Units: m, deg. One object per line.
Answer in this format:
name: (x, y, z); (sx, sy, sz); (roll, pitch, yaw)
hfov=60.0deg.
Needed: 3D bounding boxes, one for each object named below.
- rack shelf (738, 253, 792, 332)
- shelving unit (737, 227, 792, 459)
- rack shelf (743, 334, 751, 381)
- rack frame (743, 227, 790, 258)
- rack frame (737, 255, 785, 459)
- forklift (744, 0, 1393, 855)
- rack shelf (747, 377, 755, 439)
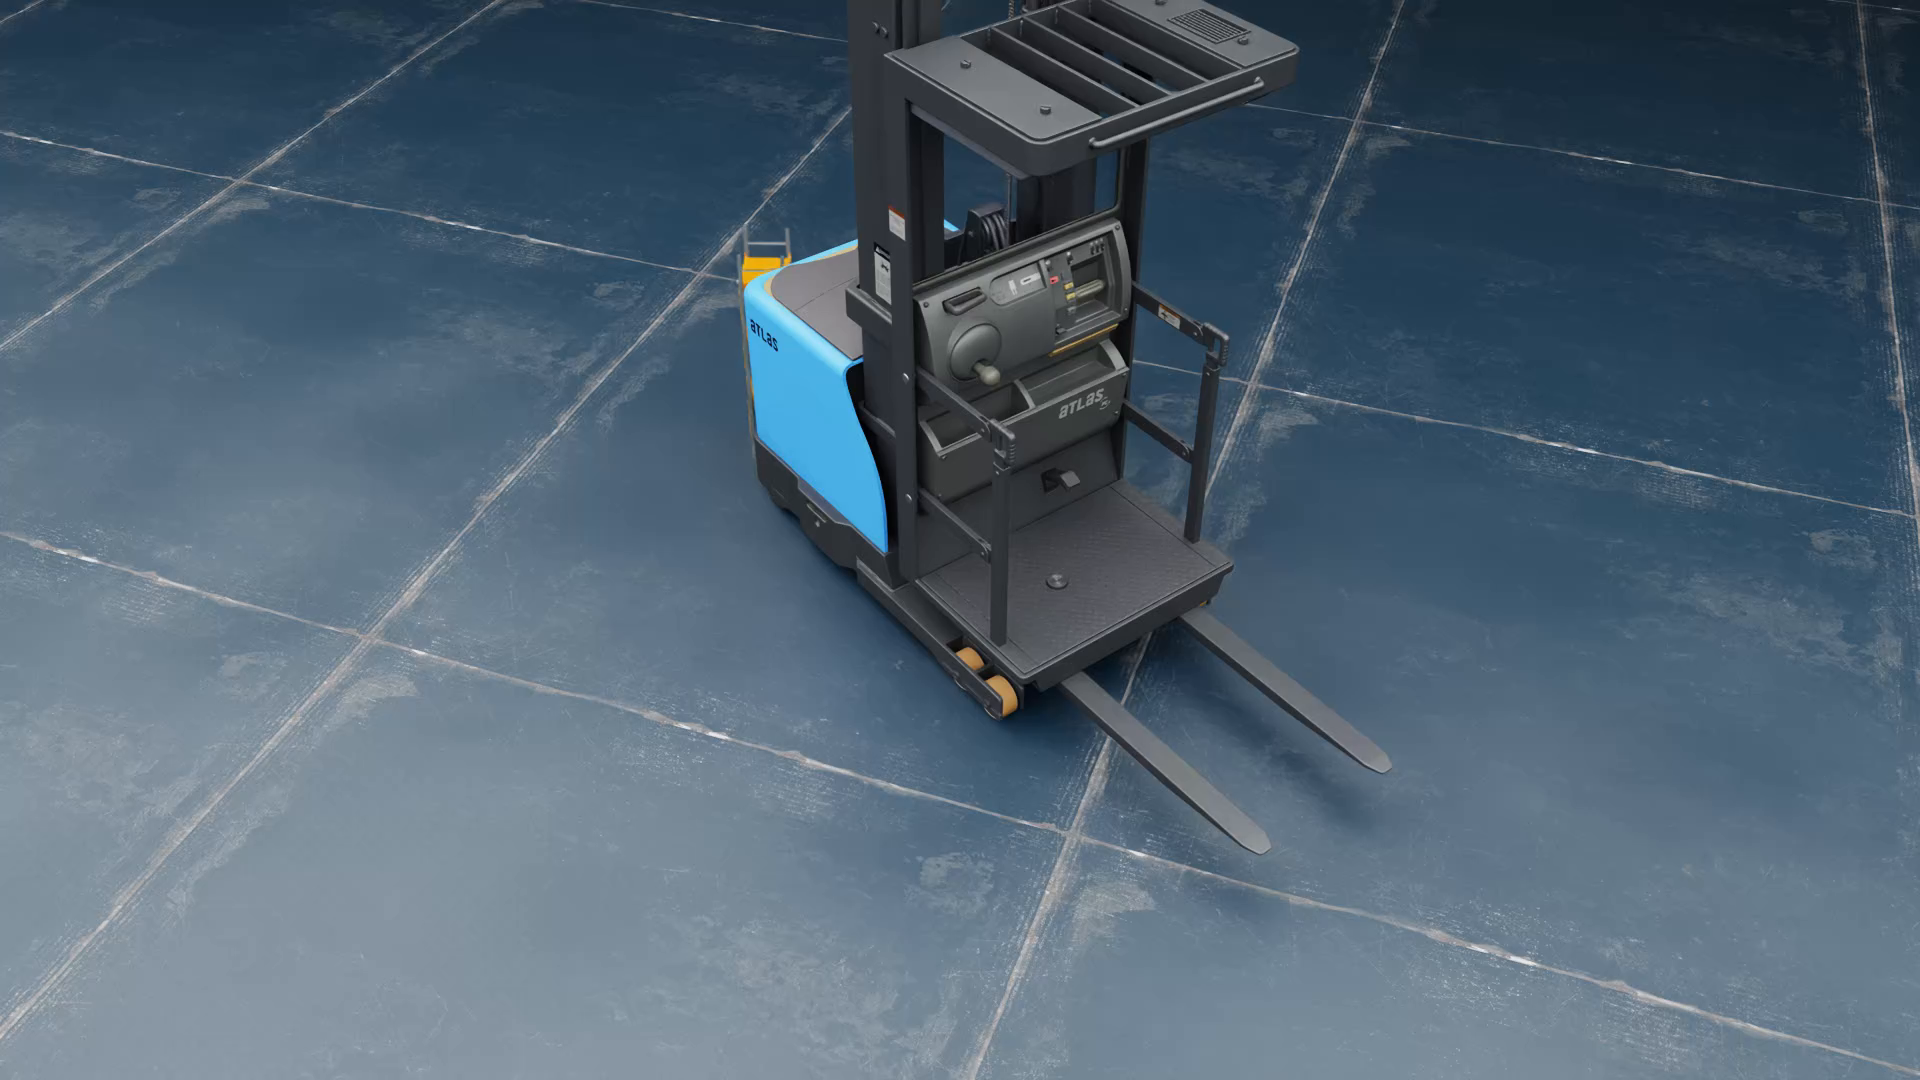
rack shelf: (-0.846, -1.081, 7.278); (0.215, 0.259, 0.240); (1, 38, 0)
shelving unit: (-0.848, -0.866, 7.447); (0.215, 1.050, 0.252); (1, 38, 0)
rack shelf: (-0.849, -0.857, 7.453); (0.215, 0.259, 0.240); (1, 38, 0)
rack frame: (-0.848, -0.941, 7.543); (0.200, 1.050, 0.008); (1, 38, 0)
rack frame: (-0.849, -0.790, 7.351); (0.200, 1.050, 0.008); (1, 38, 0)
forklift: (0.378, -0.789, 5.917); (1.130, 2.935, 3.031); (-26, 47, -27)
rack shelf: (-0.851, -0.639, 7.625); (0.215, 0.259, 0.240); (1, 38, 0)
